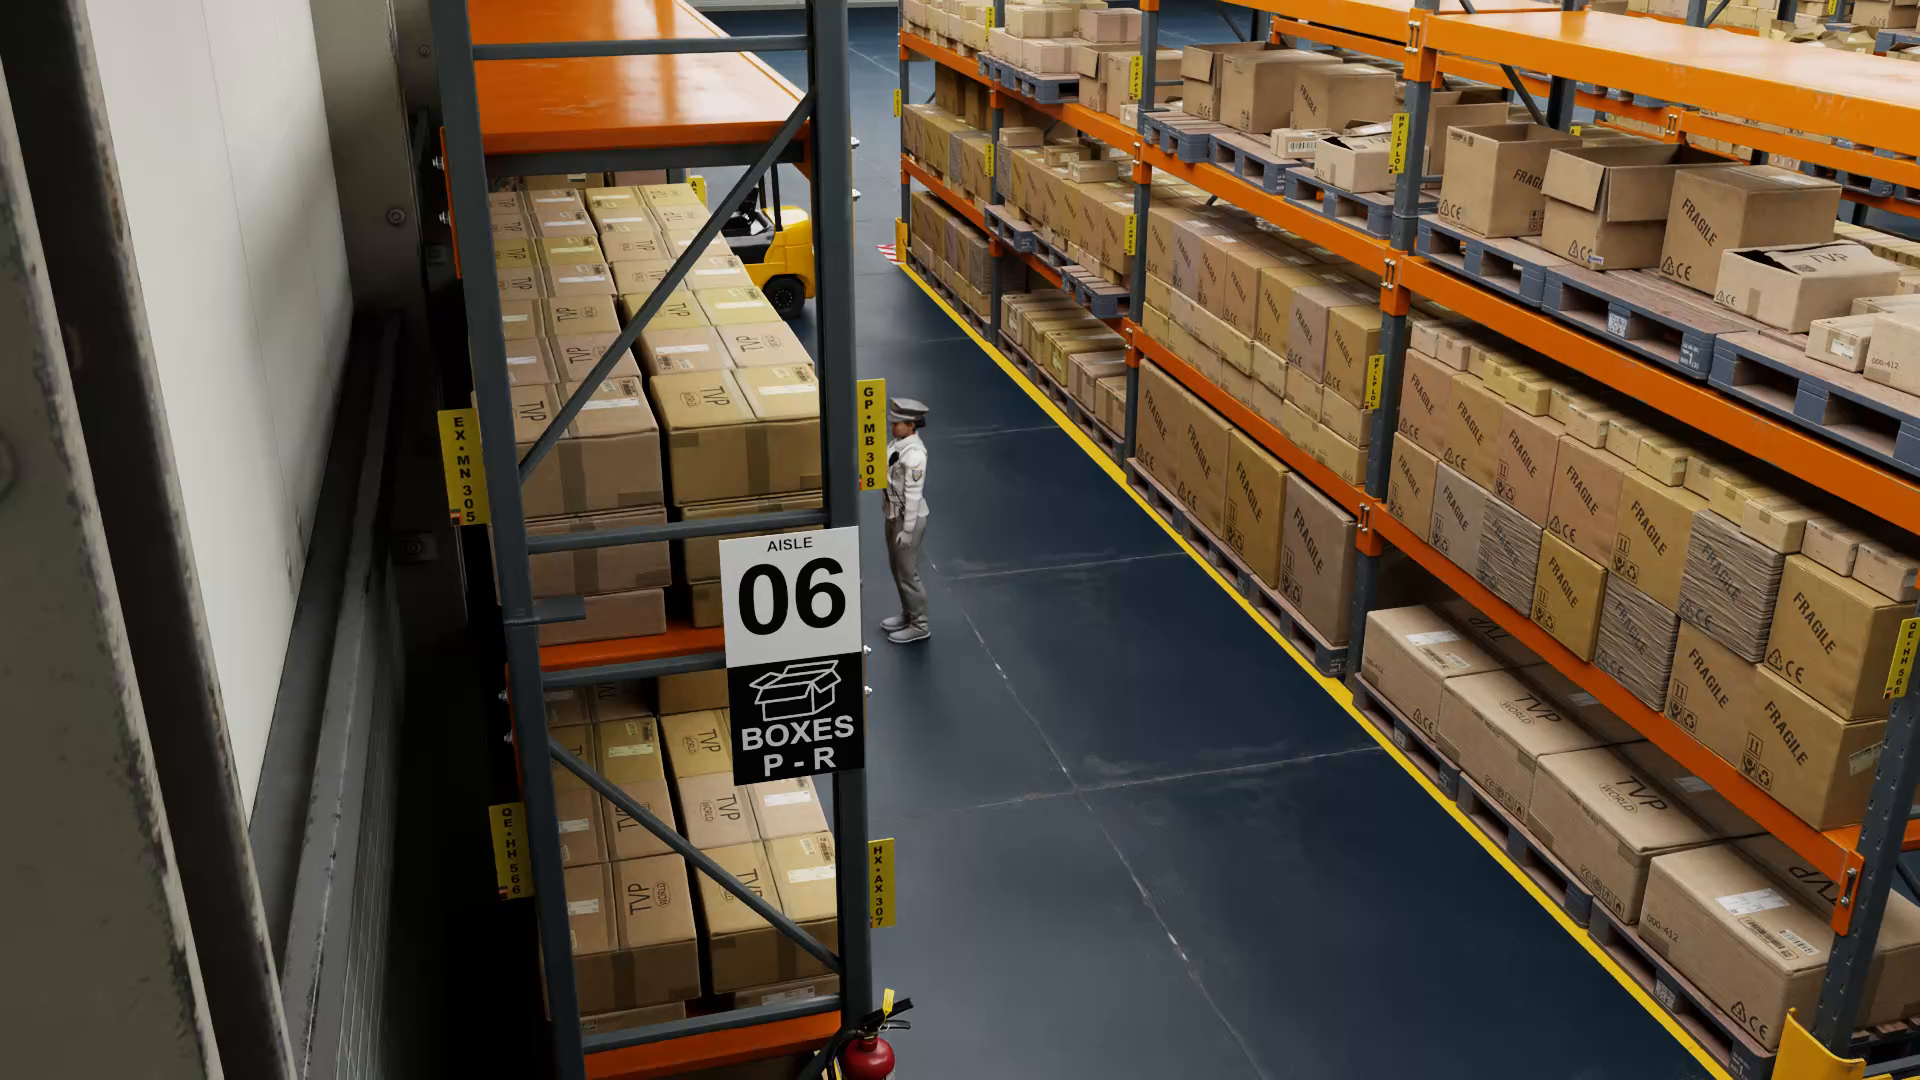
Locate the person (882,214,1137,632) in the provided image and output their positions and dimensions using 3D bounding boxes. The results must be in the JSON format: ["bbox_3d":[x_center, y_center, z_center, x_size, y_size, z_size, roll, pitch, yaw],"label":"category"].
[{"bbox_3d":[2.055,-1.696,13.928,6.693,2.202,5.749,-6,24,-13],"label":"person"}]
